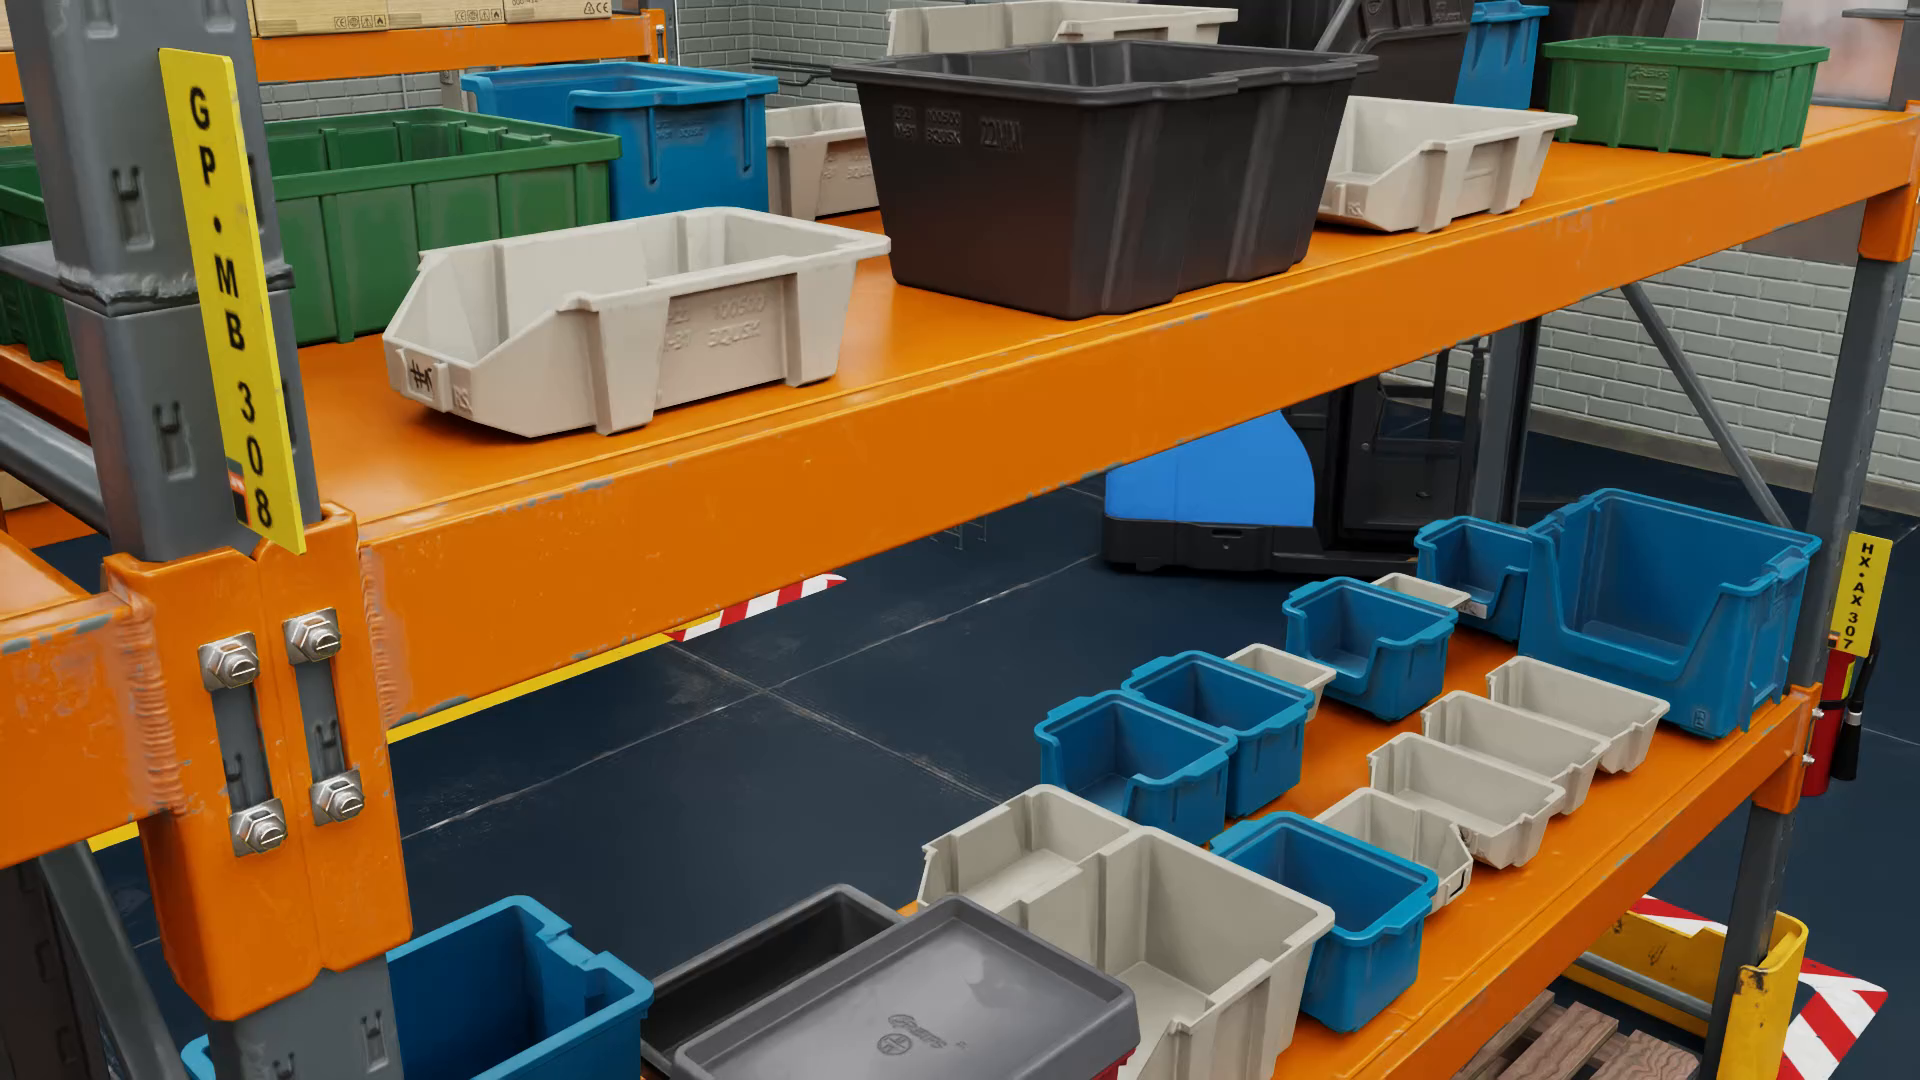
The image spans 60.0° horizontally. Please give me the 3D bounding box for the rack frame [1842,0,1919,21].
[{"bbox_3d":[1.918,-2.716,3.597,1.000,3.000,0.127,19,28,41],"label":"rack frame"}]

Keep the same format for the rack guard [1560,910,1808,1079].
[{"bbox_3d":[1.925,1.242,5.147,1.175,0.500,0.348,19,28,41],"label":"rack guard"}]

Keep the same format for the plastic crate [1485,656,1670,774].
[{"bbox_3d":[1.479,0.435,4.047,0.396,0.136,0.243,19,28,41],"label":"plastic crate"}]

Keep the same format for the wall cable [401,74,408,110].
[{"bbox_3d":[-4.965,-3.435,12.415,0.084,1.984,1.851,19,28,41],"label":"wall cable"}]

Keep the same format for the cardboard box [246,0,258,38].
[{"bbox_3d":[-2.854,-1.906,5.881,0.500,0.250,0.500,19,28,41],"label":"cardboard box"}]

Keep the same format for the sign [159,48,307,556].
[{"bbox_3d":[-0.480,-0.153,1.099,0.100,0.325,0.005,19,28,41],"label":"sign"}]

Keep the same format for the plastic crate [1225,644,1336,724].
[{"bbox_3d":[0.753,0.397,4.145,0.250,0.136,0.298,19,28,41],"label":"plastic crate"}]

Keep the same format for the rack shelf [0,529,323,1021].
[{"bbox_3d":[-2.268,0.563,0.252,1.077,0.370,4.000,19,28,41],"label":"rack shelf"}]

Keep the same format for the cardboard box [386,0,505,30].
[{"bbox_3d":[-2.155,-2.162,6.548,0.500,0.250,0.500,19,28,41],"label":"cardboard box"}]

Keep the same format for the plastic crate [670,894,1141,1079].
[{"bbox_3d":[-0.070,0.888,2.410,0.402,0.464,0.583,19,28,41],"label":"plastic crate"}]

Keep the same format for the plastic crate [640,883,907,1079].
[{"bbox_3d":[-0.284,0.858,2.961,0.437,0.125,0.590,19,28,41],"label":"plastic crate"}]

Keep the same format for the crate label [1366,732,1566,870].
[{"bbox_3d":[1.089,0.583,3.660,0.396,0.136,0.243,19,28,41],"label":"crate label"}]

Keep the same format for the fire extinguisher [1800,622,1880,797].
[{"bbox_3d":[2.349,0.370,4.559,0.296,0.674,0.183,19,28,41],"label":"fire extinguisher"}]

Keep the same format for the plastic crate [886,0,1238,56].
[{"bbox_3d":[0.151,-0.768,2.875,0.437,0.282,0.530,19,28,41],"label":"plastic crate"}]

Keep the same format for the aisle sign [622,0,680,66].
[{"bbox_3d":[-1.361,-2.310,7.281,0.394,0.787,0.004,19,28,41],"label":"aisle sign"}]

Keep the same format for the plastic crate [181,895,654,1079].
[{"bbox_3d":[-0.791,0.887,2.525,0.392,0.384,0.575,19,28,41],"label":"plastic crate"}]

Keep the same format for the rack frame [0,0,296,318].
[{"bbox_3d":[-0.873,-1.687,0.922,1.000,3.000,0.127,19,28,41],"label":"rack frame"}]

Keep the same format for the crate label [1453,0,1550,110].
[{"bbox_3d":[1.043,-1.090,3.756,0.408,0.251,0.502,19,28,41],"label":"crate label"}]

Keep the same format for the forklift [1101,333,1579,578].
[{"bbox_3d":[2.290,-1.306,8.388,3.031,2.935,1.130,3,21,7],"label":"forklift"}]

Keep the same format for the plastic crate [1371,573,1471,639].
[{"bbox_3d":[1.227,0.222,4.599,0.250,0.136,0.298,19,28,41],"label":"plastic crate"}]

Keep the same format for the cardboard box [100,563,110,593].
[{"bbox_3d":[-3.112,0.348,6.855,0.797,0.503,0.637,19,28,41],"label":"cardboard box"}]

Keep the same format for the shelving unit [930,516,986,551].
[{"bbox_3d":[-0.010,-0.556,8.850,0.258,1.200,0.189,19,28,41],"label":"shelving unit"}]

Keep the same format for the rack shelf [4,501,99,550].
[{"bbox_3d":[-3.024,-0.306,6.693,1.077,0.370,4.000,19,28,41],"label":"rack shelf"}]

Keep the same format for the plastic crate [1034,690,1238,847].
[{"bbox_3d":[0.382,0.531,3.661,0.416,0.233,0.300,19,28,41],"label":"plastic crate"}]

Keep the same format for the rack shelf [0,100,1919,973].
[{"bbox_3d":[0.523,-0.466,2.927,1.077,0.370,4.000,19,28,41],"label":"rack shelf"}]

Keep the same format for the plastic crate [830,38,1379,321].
[{"bbox_3d":[0.190,-0.477,2.136,0.497,0.269,0.590,19,28,41],"label":"plastic crate"}]

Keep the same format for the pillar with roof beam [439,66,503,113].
[{"bbox_3d":[-0.832,-5.028,9.614,9.100,9.000,0.400,19,28,41],"label":"pillar with roof beam"}]

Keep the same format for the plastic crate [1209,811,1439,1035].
[{"bbox_3d":[0.669,0.727,3.152,0.416,0.233,0.300,19,28,41],"label":"plastic crate"}]

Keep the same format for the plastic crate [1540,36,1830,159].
[{"bbox_3d":[1.434,-0.892,3.328,0.450,0.188,0.336,19,28,41],"label":"plastic crate"}]

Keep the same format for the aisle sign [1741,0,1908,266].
[{"bbox_3d":[2.178,-1.074,4.065,0.394,0.787,0.004,19,28,41],"label":"aisle sign"}]

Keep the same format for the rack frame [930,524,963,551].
[{"bbox_3d":[-0.074,-0.533,8.788,0.240,1.200,0.006,19,28,41],"label":"rack frame"}]

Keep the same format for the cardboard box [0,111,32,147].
[{"bbox_3d":[-6.028,-2.212,10.229,0.980,0.700,0.700,19,28,40],"label":"cardboard box"}]

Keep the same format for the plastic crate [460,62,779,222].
[{"bbox_3d":[-0.466,-0.523,2.307,0.416,0.233,0.300,19,28,41],"label":"plastic crate"}]
